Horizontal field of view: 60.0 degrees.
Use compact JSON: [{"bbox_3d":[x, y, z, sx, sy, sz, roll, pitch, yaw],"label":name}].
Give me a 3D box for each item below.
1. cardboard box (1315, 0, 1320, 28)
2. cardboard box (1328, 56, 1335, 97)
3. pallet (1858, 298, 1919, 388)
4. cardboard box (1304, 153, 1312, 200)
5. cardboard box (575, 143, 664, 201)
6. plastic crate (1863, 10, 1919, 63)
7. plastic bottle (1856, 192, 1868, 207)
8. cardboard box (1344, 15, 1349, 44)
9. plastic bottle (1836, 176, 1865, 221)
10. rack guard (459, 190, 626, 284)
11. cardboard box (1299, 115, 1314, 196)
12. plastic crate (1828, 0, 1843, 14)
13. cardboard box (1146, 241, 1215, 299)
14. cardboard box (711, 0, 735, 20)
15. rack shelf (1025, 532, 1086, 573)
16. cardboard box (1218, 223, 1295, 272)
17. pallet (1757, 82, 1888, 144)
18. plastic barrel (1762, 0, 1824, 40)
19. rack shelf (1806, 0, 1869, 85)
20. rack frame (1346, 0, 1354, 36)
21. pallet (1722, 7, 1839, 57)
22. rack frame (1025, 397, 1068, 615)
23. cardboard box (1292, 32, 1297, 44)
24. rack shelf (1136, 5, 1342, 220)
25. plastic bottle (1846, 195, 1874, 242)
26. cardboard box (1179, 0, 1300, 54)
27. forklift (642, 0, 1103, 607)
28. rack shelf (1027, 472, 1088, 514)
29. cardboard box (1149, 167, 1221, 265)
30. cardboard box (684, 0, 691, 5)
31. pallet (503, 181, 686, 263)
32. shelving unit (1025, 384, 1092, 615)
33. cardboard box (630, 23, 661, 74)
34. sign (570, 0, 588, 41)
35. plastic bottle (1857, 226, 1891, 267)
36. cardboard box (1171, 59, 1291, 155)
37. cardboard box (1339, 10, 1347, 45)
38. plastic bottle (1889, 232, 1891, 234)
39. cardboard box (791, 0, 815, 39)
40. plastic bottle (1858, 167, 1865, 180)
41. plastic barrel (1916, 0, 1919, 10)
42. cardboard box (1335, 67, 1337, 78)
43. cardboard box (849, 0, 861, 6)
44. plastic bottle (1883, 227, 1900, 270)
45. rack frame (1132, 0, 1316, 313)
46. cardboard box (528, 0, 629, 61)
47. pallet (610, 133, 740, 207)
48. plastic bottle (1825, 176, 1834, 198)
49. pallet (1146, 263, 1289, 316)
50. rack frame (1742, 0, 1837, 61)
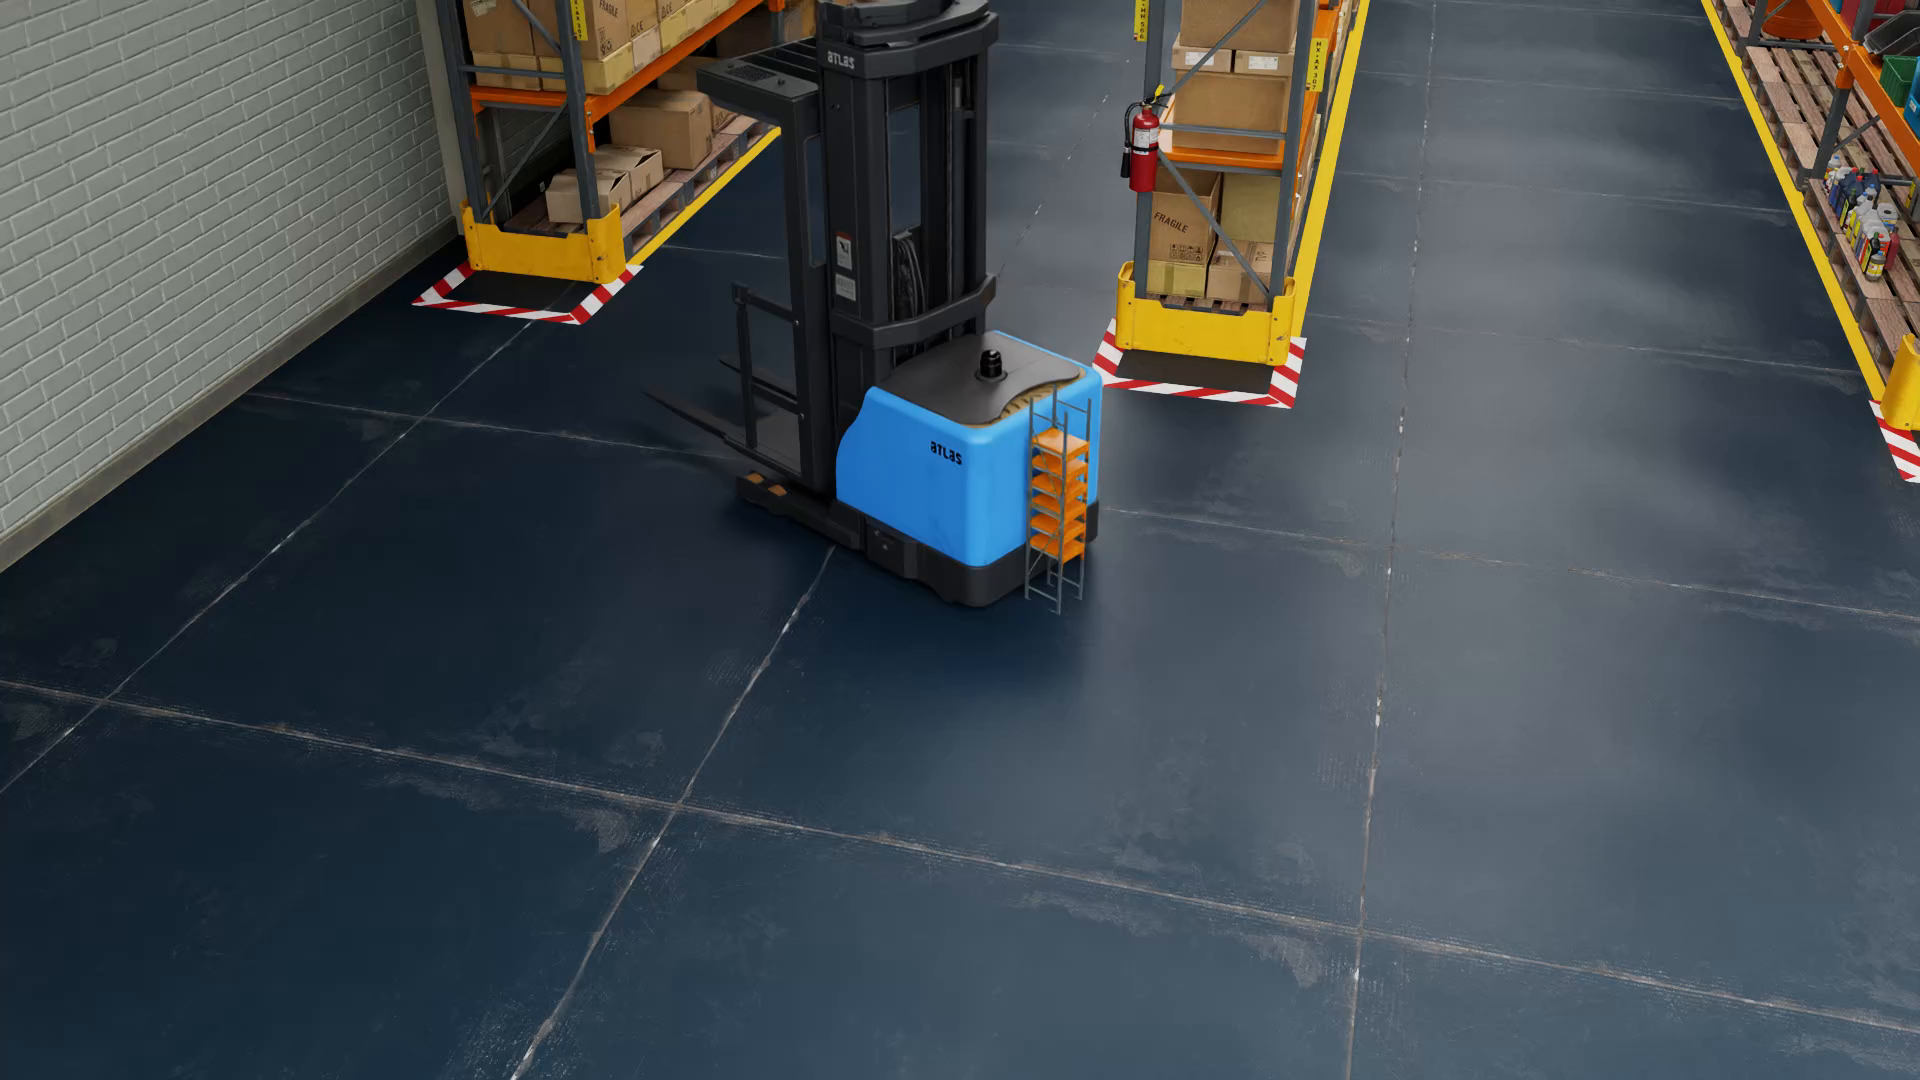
[{"bbox_3d":[2.573,-4.494,13.500,0.700,0.500,0.500,7,33,11],"label":"cardboard box"},{"bbox_3d":[3.025,-4.117,14.649,0.500,0.311,0.500,8,33,13],"label":"cardboard box"},{"bbox_3d":[6.640,-1.221,11.044,1.003,0.211,1.213,8,33,12],"label":"pallet"},{"bbox_3d":[2.524,-2.910,13.273,0.500,0.250,0.500,8,33,12],"label":"cardboard box"},{"bbox_3d":[-2.721,-2.974,13.298,0.500,0.311,0.500,11,34,16],"label":"cardboard box"},{"bbox_3d":[7.214,-3.726,12.443,0.767,0.338,0.504,8,33,12],"label":"plastic crate"},{"bbox_3d":[6.814,-2.500,12.589,0.097,0.271,0.097,0,32,0],"label":"plastic bottle"},{"bbox_3d":[3.669,-5.202,16.878,0.500,0.250,0.500,8,33,12],"label":"cardboard box"},{"bbox_3d":[6.815,-2.614,12.695,0.144,0.351,0.185,7,33,10],"label":"plastic bottle"},{"bbox_3d":[-3.109,-2.265,12.416,1.175,0.500,0.348,8,33,12],"label":"rack guard"},{"bbox_3d":[2.399,-2.967,12.663,0.500,0.500,0.500,8,33,12],"label":"cardboard box"},{"bbox_3d":[7.449,-4.615,13.798,0.392,0.384,0.575,8,33,12],"label":"plastic crate"},{"bbox_3d":[1.515,-1.943,11.752,0.500,0.250,0.500,8,33,12],"label":"cardboard box"},{"bbox_3d":[-2.187,-4.493,13.713,0.500,0.250,0.500,8,33,12],"label":"cardboard box"},{"bbox_3d":[0.496,0.048,8.656,0.258,0.103,0.180,26,41,35],"label":"rack shelf"},{"bbox_3d":[2.139,-2.132,12.050,0.500,0.250,0.500,8,33,12],"label":"cardboard box"},{"bbox_3d":[7.939,-3.878,15.223,1.003,0.211,1.213,8,33,12],"label":"pallet"},{"bbox_3d":[8.592,-5.600,16.965,0.600,0.830,0.708,8,33,12],"label":"plastic barrel"},{"bbox_3d":[7.977,-4.741,14.652,1.077,0.370,4.000,8,33,12],"label":"rack shelf"},{"bbox_3d":[3.694,-6.759,17.156,1.000,3.000,0.127,8,33,12],"label":"rack frame"},{"bbox_3d":[8.644,-5.321,17.493,1.003,0.211,1.213,8,33,12],"label":"pallet"},{"bbox_3d":[0.434,-0.156,8.446,0.240,1.200,0.006,26,41,35],"label":"rack frame"},{"bbox_3d":[2.036,-3.235,10.915,0.380,0.149,0.250,7,33,11],"label":"cardboard box"},{"bbox_3d":[2.172,-3.342,12.451,1.077,0.370,4.000,8,33,12],"label":"rack shelf"},{"bbox_3d":[6.708,-2.394,12.348,0.144,0.351,0.185,8,33,12],"label":"plastic bottle"},{"bbox_3d":[1.808,-3.465,10.672,0.700,0.500,0.500,8,33,13],"label":"cardboard box"},{"bbox_3d":[-0.655,-1.566,9.051,3.031,2.935,1.130,27,41,35],"label":"forklift"},{"bbox_3d":[0.496,-0.256,8.463,0.258,0.103,0.180,26,41,35],"label":"rack shelf"},{"bbox_3d":[1.512,-2.260,11.551,0.500,0.500,0.500,8,33,12],"label":"cardboard box"},{"bbox_3d":[-2.325,-4.540,13.088,0.500,0.500,0.500,9,34,14],"label":"cardboard box"},{"bbox_3d":[-2.869,-2.560,13.149,1.003,0.211,1.213,8,33,12],"label":"pallet"},{"bbox_3d":[0.496,-0.192,8.503,0.258,1.200,0.189,26,41,35],"label":"shelving unit"},{"bbox_3d":[-2.579,-3.707,12.476,0.500,0.250,0.500,7,33,11],"label":"cardboard box"},{"bbox_3d":[-2.603,-3.572,11.335,0.100,0.325,0.005,8,33,12],"label":"sign"},{"bbox_3d":[6.587,-2.107,11.967,0.152,0.276,0.135,8,33,13],"label":"plastic bottle"},{"bbox_3d":[1.795,-2.890,10.977,0.700,0.500,0.500,8,33,12],"label":"cardboard box"},{"bbox_3d":[3.414,-4.915,15.905,0.500,0.311,0.500,9,34,14],"label":"cardboard box"},{"bbox_3d":[6.748,-2.140,12.089,0.097,0.201,0.097,0,32,0],"label":"plastic bottle"},{"bbox_3d":[-1.860,-5.146,16.538,0.700,0.500,0.500,7,33,11],"label":"cardboard box"},{"bbox_3d":[7.012,-2.755,12.979,0.061,0.283,0.133,8,33,12],"label":"plastic bottle"},{"bbox_3d":[7.861,-4.378,12.943,0.600,0.901,0.708,8,33,12],"label":"plastic barrel"},{"bbox_3d":[3.281,-4.410,15.632,0.500,0.250,0.500,7,33,11],"label":"cardboard box"},{"bbox_3d":[-1.474,-5.930,17.772,0.700,0.500,0.500,8,33,12],"label":"cardboard box"},{"bbox_3d":[6.690,-2.096,11.943,0.061,0.283,0.133,8,33,12],"label":"plastic bottle"},{"bbox_3d":[1.664,-2.608,10.626,1.000,3.000,0.127,8,33,12],"label":"rack frame"},{"bbox_3d":[-2.716,-3.749,11.843,0.500,0.500,0.500,8,33,12],"label":"cardboard box"},{"bbox_3d":[-2.557,-3.191,14.142,1.003,0.211,1.213,8,33,12],"label":"pallet"},{"bbox_3d":[6.913,-2.801,13.127,0.097,0.201,0.097,0,32,0],"label":"plastic bottle"},{"bbox_3d":[1.818,-1.833,12.007,1.003,0.211,1.213,8,33,12],"label":"pallet"},{"bbox_3d":[8.485,-6.083,16.092,1.000,3.000,0.127,8,33,12],"label":"rack frame"}]
